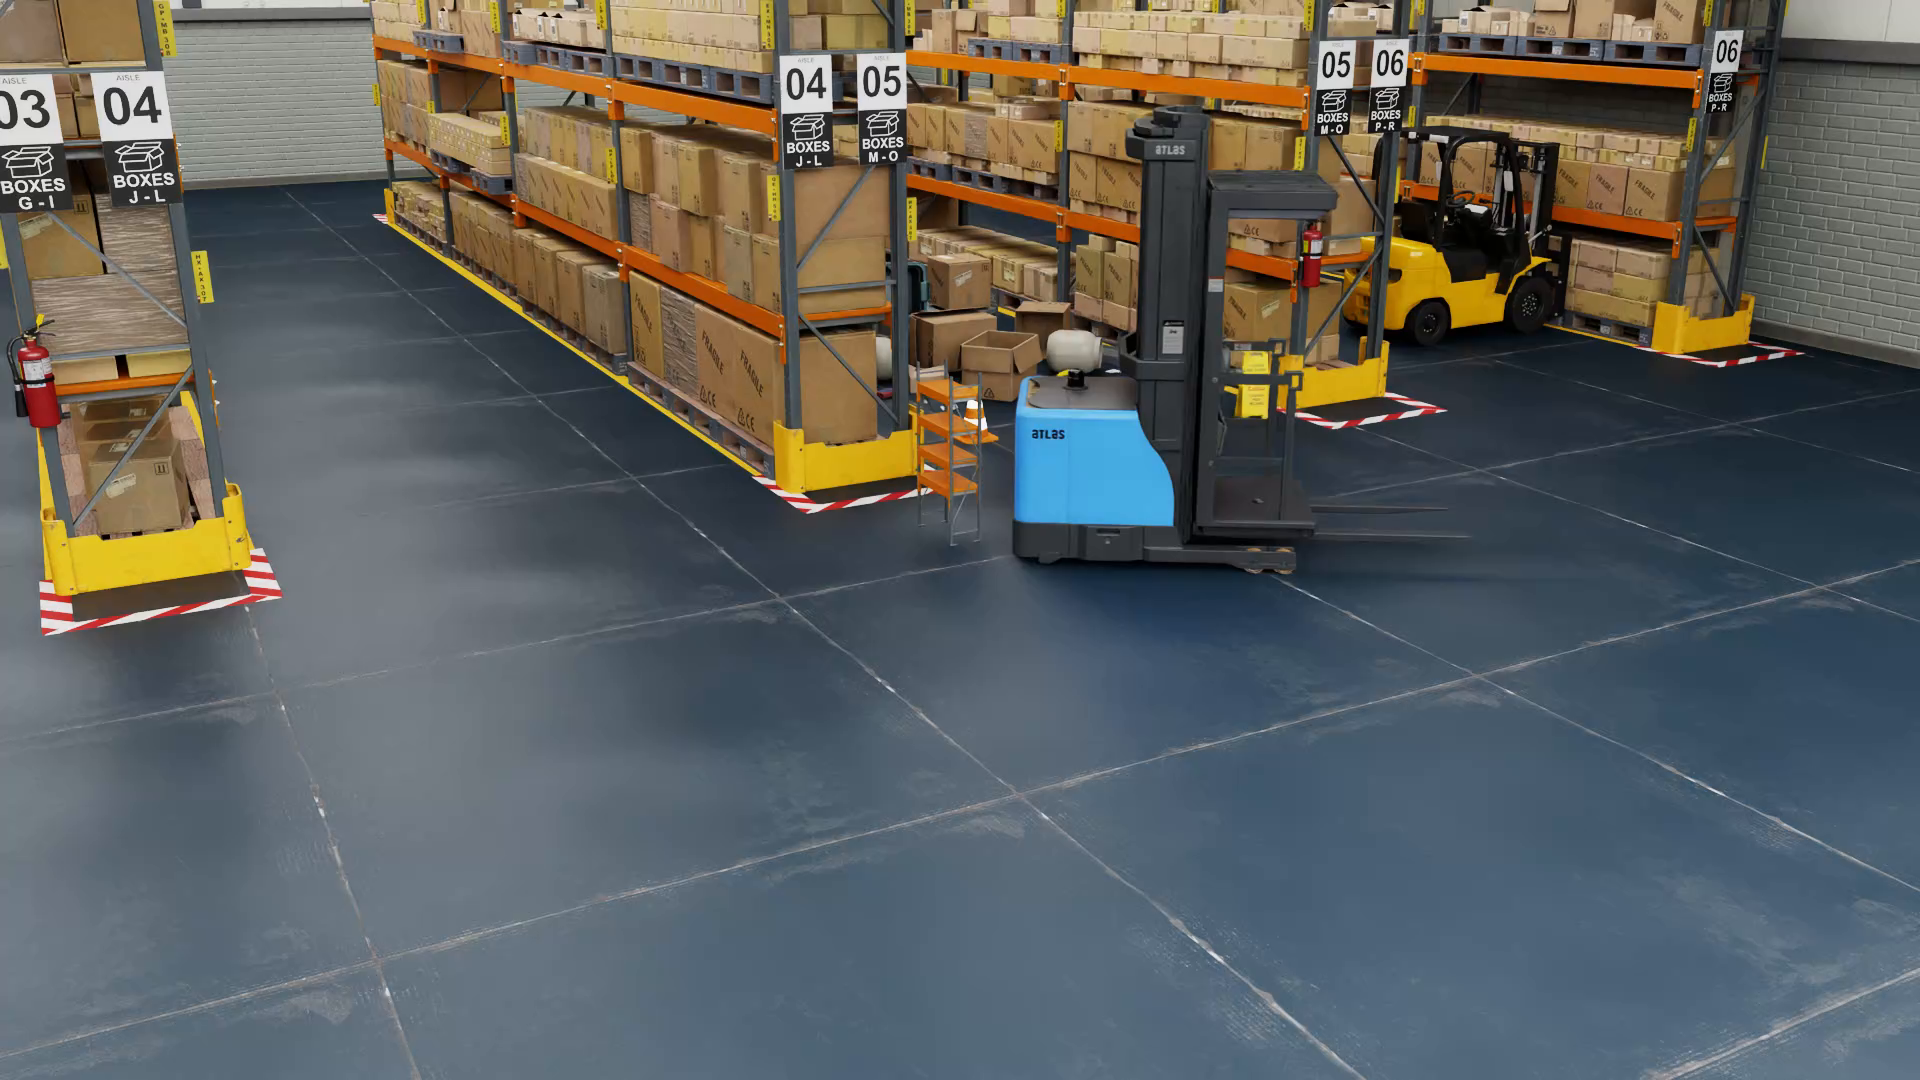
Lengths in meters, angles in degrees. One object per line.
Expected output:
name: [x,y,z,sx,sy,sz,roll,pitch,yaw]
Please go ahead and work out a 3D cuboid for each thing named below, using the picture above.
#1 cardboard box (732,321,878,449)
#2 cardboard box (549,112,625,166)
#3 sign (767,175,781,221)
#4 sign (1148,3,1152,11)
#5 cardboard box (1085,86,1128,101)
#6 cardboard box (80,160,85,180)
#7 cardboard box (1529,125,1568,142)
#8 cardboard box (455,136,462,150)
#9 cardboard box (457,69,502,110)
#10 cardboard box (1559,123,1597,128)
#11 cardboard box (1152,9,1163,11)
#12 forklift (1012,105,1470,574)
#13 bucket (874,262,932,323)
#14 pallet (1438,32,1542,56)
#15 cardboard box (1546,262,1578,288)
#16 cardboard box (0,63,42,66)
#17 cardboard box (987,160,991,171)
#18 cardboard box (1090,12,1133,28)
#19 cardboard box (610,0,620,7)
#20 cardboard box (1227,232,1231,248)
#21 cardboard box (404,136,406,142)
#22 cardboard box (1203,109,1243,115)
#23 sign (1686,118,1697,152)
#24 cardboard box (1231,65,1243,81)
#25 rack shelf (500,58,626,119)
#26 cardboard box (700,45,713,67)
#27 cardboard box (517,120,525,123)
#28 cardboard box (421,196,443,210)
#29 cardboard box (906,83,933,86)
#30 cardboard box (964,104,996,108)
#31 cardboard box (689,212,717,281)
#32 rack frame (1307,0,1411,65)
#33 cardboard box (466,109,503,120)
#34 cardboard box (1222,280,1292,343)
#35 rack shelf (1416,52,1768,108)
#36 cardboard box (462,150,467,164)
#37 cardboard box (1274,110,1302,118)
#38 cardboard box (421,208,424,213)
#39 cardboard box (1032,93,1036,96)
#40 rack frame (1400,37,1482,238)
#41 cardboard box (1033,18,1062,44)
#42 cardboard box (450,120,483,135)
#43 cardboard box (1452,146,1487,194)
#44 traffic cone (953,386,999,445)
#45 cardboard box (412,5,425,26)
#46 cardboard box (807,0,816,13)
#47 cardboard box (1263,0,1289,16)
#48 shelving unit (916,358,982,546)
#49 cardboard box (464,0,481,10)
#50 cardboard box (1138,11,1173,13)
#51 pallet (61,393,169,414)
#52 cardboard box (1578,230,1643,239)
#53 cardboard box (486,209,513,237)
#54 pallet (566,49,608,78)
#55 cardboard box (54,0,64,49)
cardboard box: [-1.248,-1.289,13.382,0.875,0.875,0.875,-10,21,-26]
cardboard box: [-3.975,-4.304,17.821,0.700,0.500,0.500,-10,22,-27]
sign: [-1.352,-2.490,12.110,0.100,0.325,0.005,-10,21,-27]
sign: [2.015,-5.603,17.879,0.100,0.325,0.005,-10,21,-27]
cardboard box: [2.388,-6.844,26.071,0.700,0.500,0.500,-10,21,-26]
cardboard box: [-6.486,-2.750,12.860,0.500,0.500,0.500,-10,21,-27]
cardboard box: [6.613,-4.555,18.630,0.380,0.149,0.250,-10,21,-26]
cardboard box: [-6.039,-4.943,20.642,0.380,0.149,0.250,-10,22,-28]
cardboard box: [-6.566,-6.183,22.809,0.500,0.500,0.500,-9,21,-25]
cardboard box: [6.998,-4.624,18.829,0.380,0.149,0.250,-9,21,-25]
cardboard box: [3.040,-7.746,24.501,0.380,0.149,0.250,-9,21,-25]
forklift: [1.892,-1.340,11.023,3.031,2.935,1.130,1,19,4]
bucket: [-0.674,-2.548,17.105,0.726,0.611,0.620,-3,9,-8]
pallet: [6.335,-5.760,19.261,1.003,0.211,1.213,-10,21,-27]
cardboard box: [6.809,-2.993,18.512,0.500,0.250,0.500,-11,22,-28]
cardboard box: [-6.074,-2.961,10.633,0.380,0.149,0.250,-10,21,-26]
cardboard box: [0.547,-4.426,19.600,0.380,0.149,0.250,-11,22,-29]
cardboard box: [1.553,-5.319,17.013,0.380,0.149,0.250,-9,21,-25]
cardboard box: [-2.894,-4.823,14.778,0.380,0.149,0.250,-10,21,-26]
cardboard box: [2.605,-2.863,15.716,0.380,0.149,0.250,-10,21,-26]
cardboard box: [-8.119,-6.036,24.909,0.380,0.149,0.250,-9,21,-24]
cardboard box: [2.325,-3.921,16.254,0.700,0.500,0.500,-10,21,-27]
sign: [7.323,-4.055,16.647,0.100,0.325,0.005,-10,21,-27]
cardboard box: [2.720,-4.295,15.267,0.380,0.149,0.250,-10,21,-26]
rack shelf: [-3.717,-4.711,17.189,1.077,0.370,4.000,-10,21,-27]
cardboard box: [-1.807,-3.791,13.007,0.380,0.149,0.250,-10,22,-27]
cardboard box: [-5.456,-5.180,20.873,0.380,0.149,0.250,-10,22,-27]
cardboard box: [-7.509,-4.837,23.864,0.380,0.149,0.250,-11,22,-29]
cardboard box: [-0.621,-5.843,22.280,0.500,0.500,0.500,-10,21,-26]
cardboard box: [0.357,-5.155,20.719,0.500,0.500,0.500,-10,22,-28]
cardboard box: [-1.808,-2.561,14.225,0.875,0.550,0.500,-10,21,-27]
rack frame: [3.441,-5.542,13.897,1.000,3.000,0.127,-10,21,-27]
cardboard box: [-6.580,-5.724,23.012,0.500,0.500,0.500,-10,22,-28]
cardboard box: [2.831,-2.149,15.682,0.500,0.500,0.500,-10,21,-26]
rack shelf: [6.857,-5.128,18.398,1.077,0.370,4.000,-10,21,-27]
cardboard box: [-5.910,-4.726,20.470,0.380,0.149,0.250,-9,21,-25]
cardboard box: [4.454,-5.703,22.411,0.380,0.149,0.250,-10,21,-26]
cardboard box: [-7.767,-4.937,24.612,0.380,0.149,0.250,-9,21,-24]
cardboard box: [1.384,-7.607,28.851,0.500,0.250,0.500,-10,21,-27]
rack frame: [5.908,-4.624,20.434,1.000,3.000,0.127,-10,21,-27]
cardboard box: [1.136,-5.545,18.090,0.500,0.250,0.500,-10,22,-28]
cardboard box: [-6.169,-5.161,20.818,0.380,0.149,0.250,-9,21,-25]
cardboard box: [6.151,-4.357,19.506,0.500,0.500,0.500,-10,21,-26]
traffic cone: [0.130,-1.084,14.062,0.336,0.463,0.334,-10,21,-27]
cardboard box: [-7.009,-7.032,22.276,0.500,0.250,0.500,-11,22,-29]
cardboard box: [-0.986,-4.123,12.748,0.380,0.149,0.250,-10,22,-27]
cardboard box: [4.465,-7.109,22.084,0.700,0.500,0.500,-10,22,-28]
shelving unit: [-0.079,-0.615,11.573,0.258,1.200,0.503,-10,21,-27]
cardboard box: [-5.716,-6.476,19.875,0.396,0.266,0.258,-10,21,-27]
cardboard box: [2.075,-5.411,17.277,0.380,0.149,0.250,-11,22,-28]
pallet: [-7.551,-1.224,14.856,1.003,0.211,1.213,-10,21,-27]
cardboard box: [7.277,-3.303,18.643,0.500,0.250,0.500,-10,21,-27]
cardboard box: [-5.472,-3.877,20.308,0.500,0.250,0.500,-10,21,-26]
pallet: [-3.246,-4.642,16.179,0.805,0.209,1.217,-11,22,-29]
cardboard box: [-6.742,-4.072,12.859,0.500,0.500,0.500,-11,22,-28]
